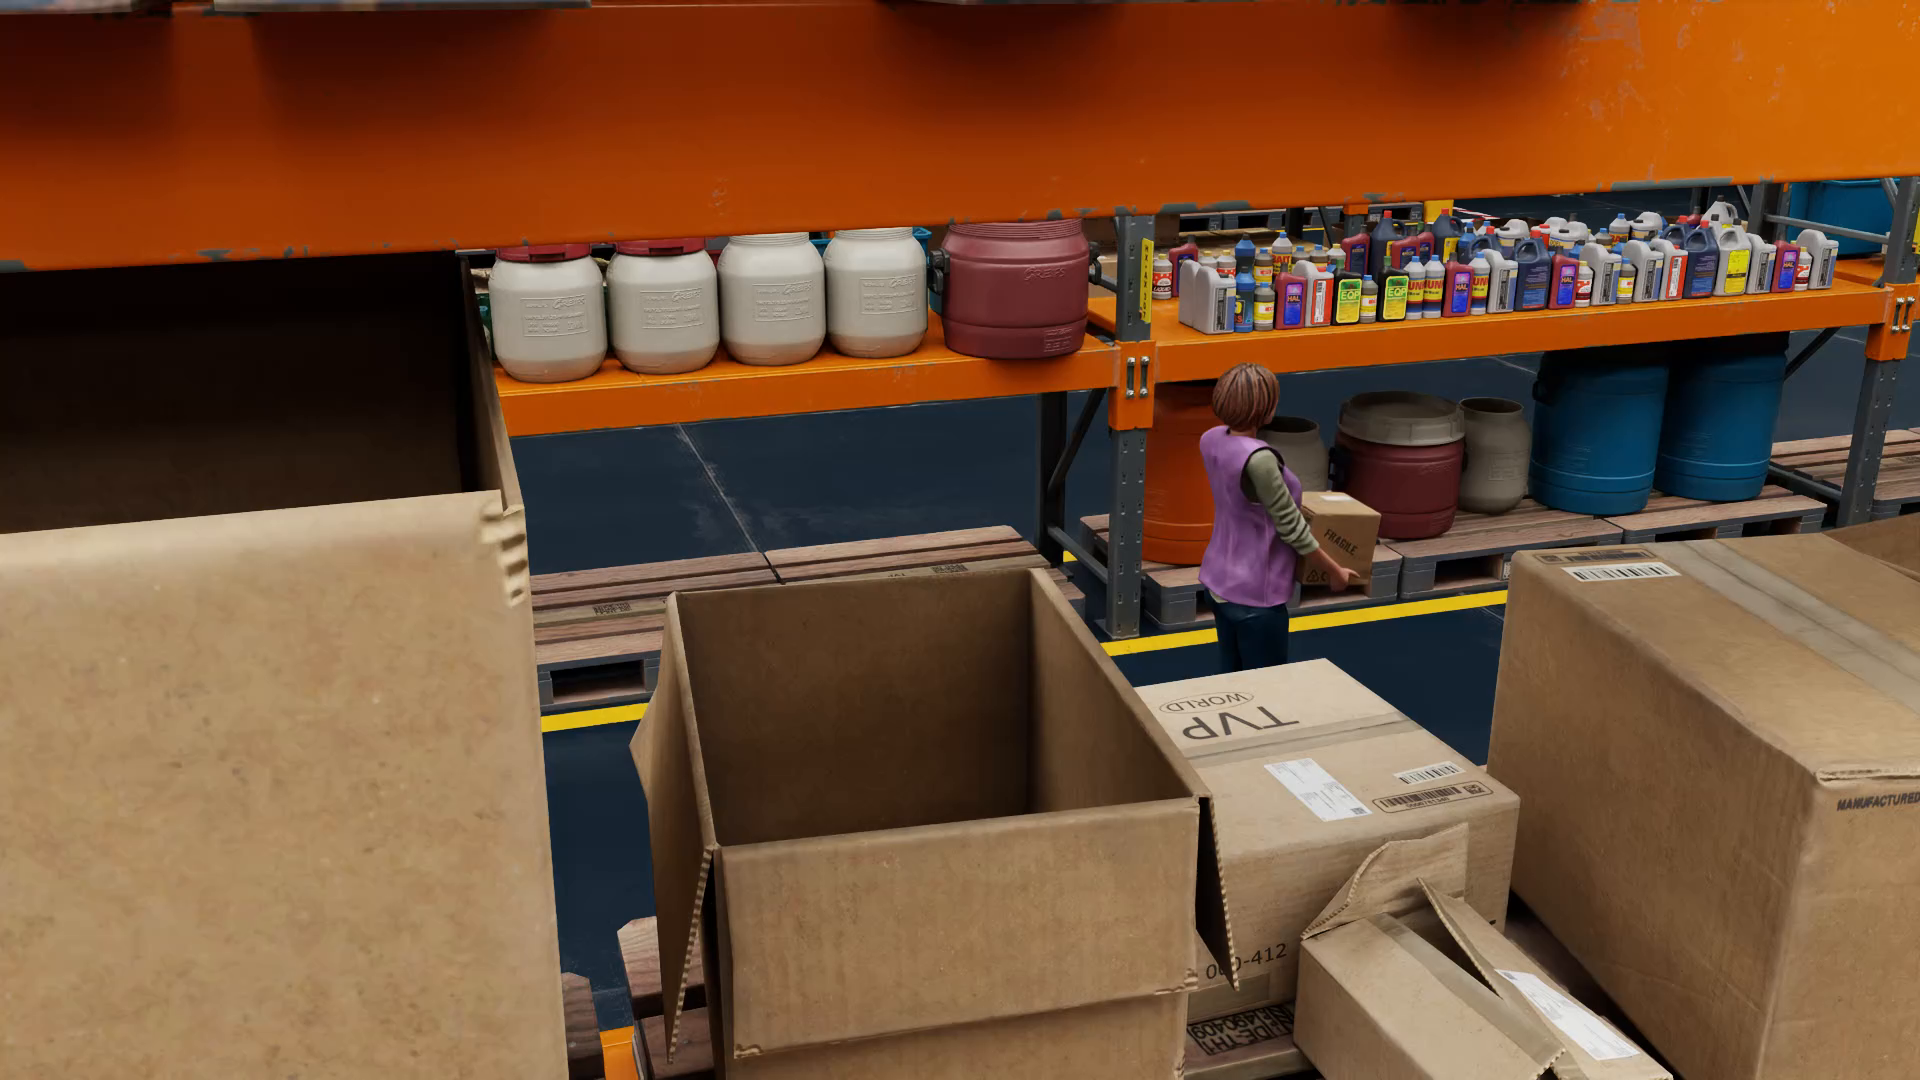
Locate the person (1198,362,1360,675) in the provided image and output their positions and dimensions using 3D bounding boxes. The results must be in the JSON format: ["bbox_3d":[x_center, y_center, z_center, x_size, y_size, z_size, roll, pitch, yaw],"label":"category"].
[{"bbox_3d":[1.053,0.173,5.606,0.494,1.592,0.404,-6,20,-16],"label":"person"}]
